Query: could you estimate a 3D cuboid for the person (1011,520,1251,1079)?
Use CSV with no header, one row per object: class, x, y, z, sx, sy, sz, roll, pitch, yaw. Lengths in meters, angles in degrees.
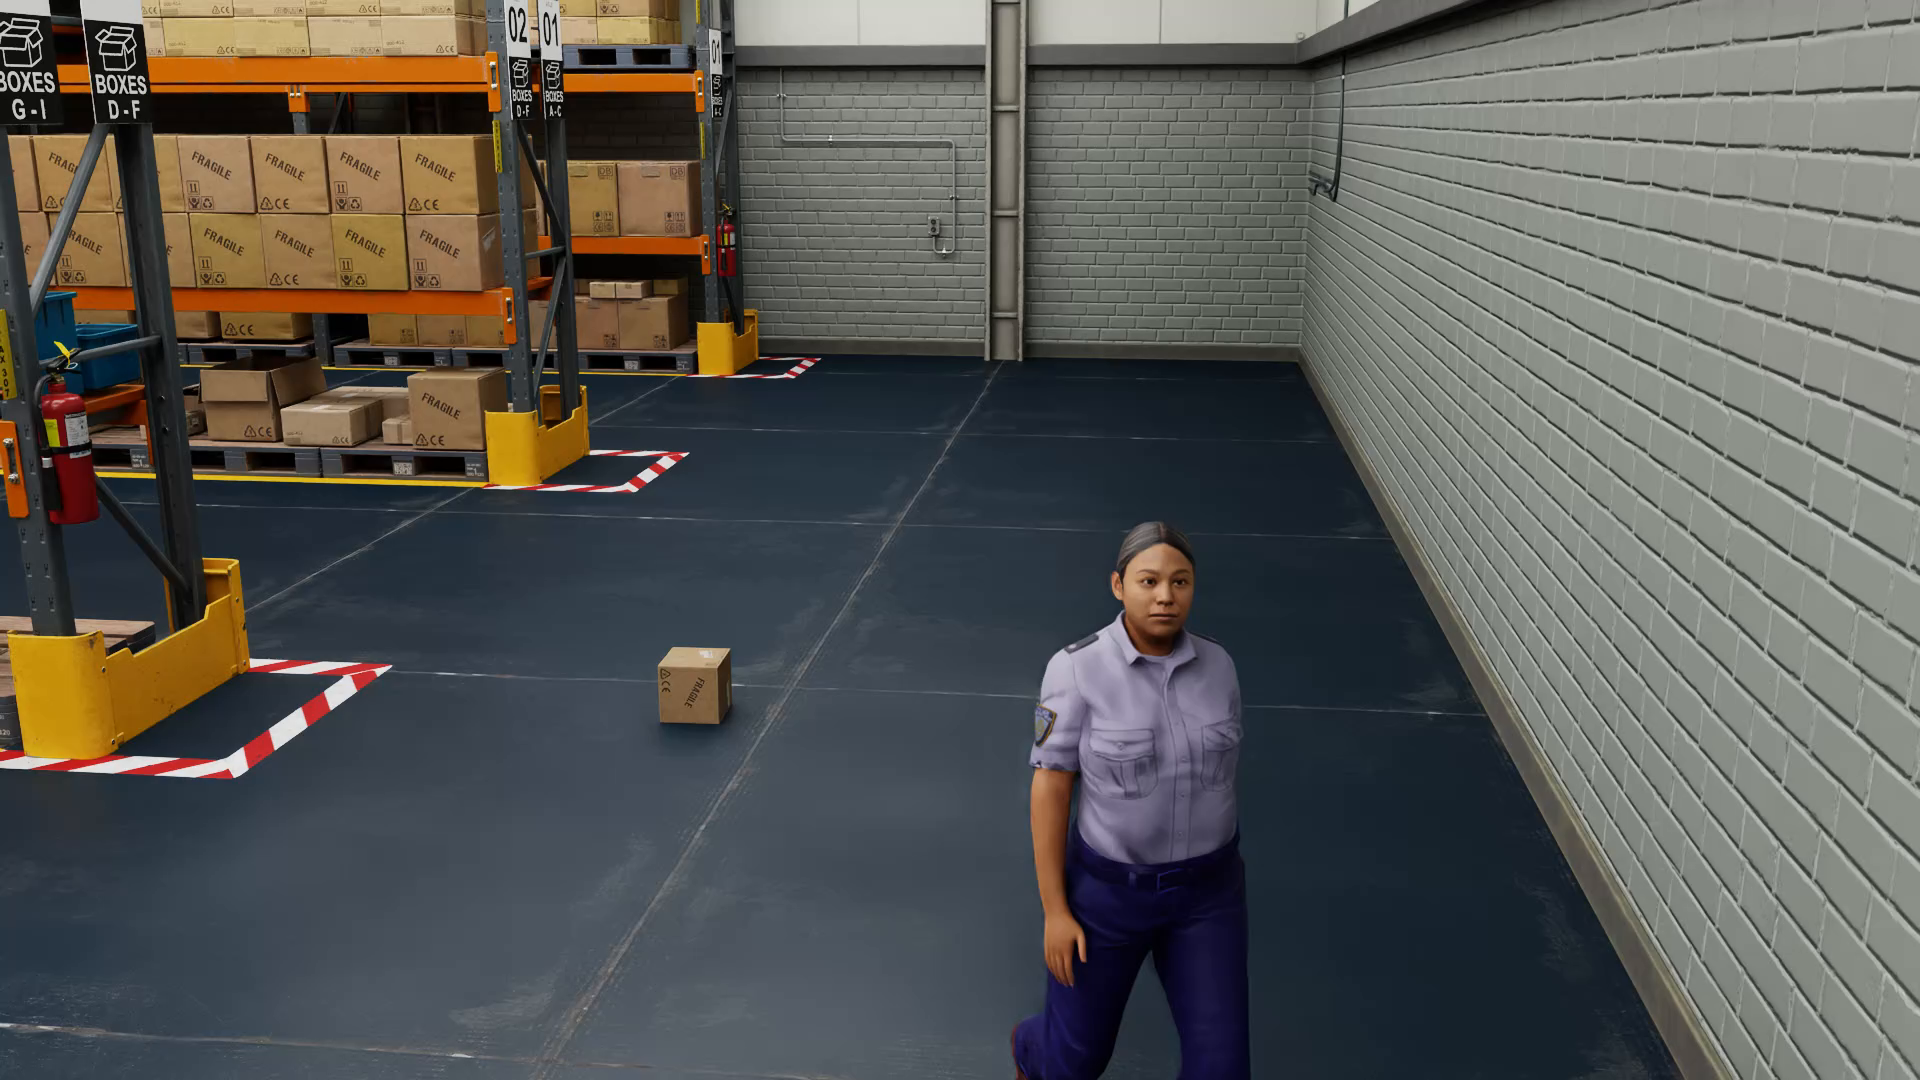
person,0.381,0.747,3.594,0.495,1.606,0.861,-4,15,-15
